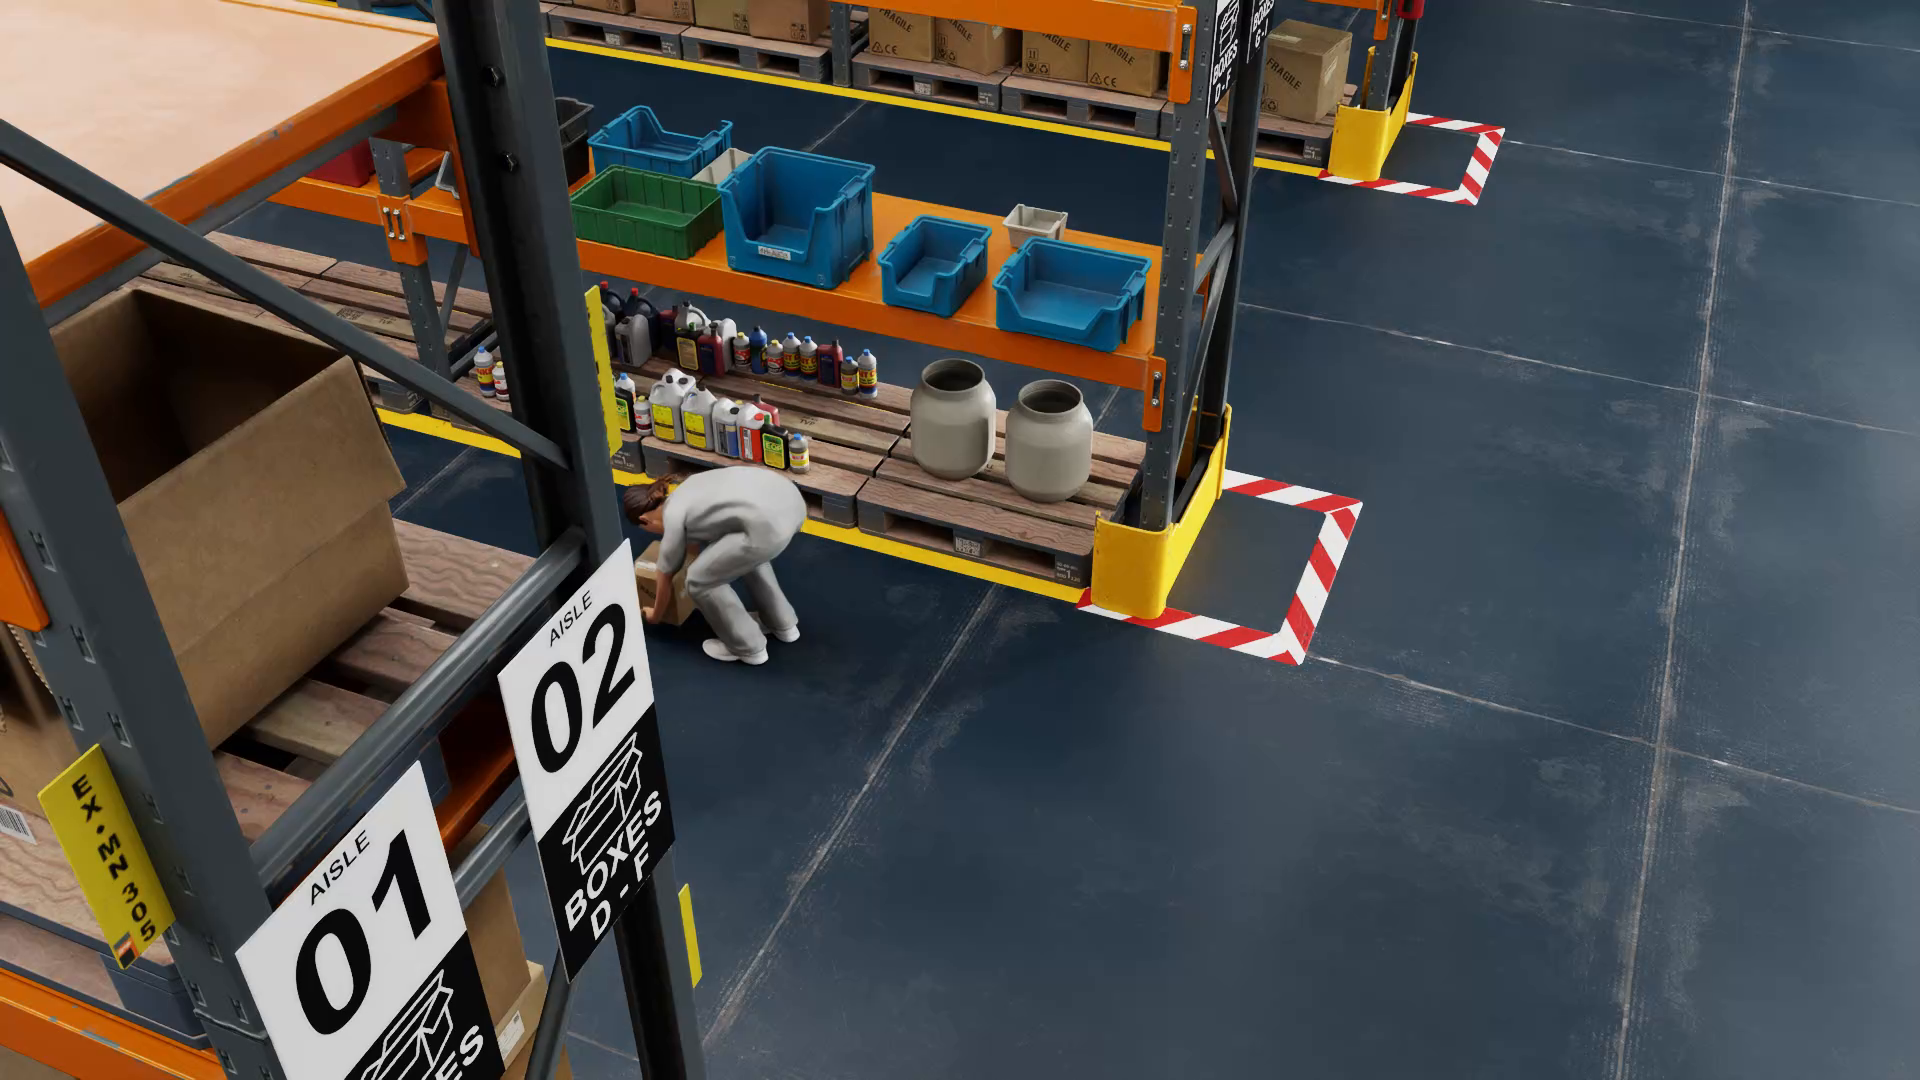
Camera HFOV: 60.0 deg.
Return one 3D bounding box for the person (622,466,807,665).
[{"bbox_3d":[-1.078,0.076,7.327,0.854,0.935,0.454,12,39,15],"label":"person"}]
